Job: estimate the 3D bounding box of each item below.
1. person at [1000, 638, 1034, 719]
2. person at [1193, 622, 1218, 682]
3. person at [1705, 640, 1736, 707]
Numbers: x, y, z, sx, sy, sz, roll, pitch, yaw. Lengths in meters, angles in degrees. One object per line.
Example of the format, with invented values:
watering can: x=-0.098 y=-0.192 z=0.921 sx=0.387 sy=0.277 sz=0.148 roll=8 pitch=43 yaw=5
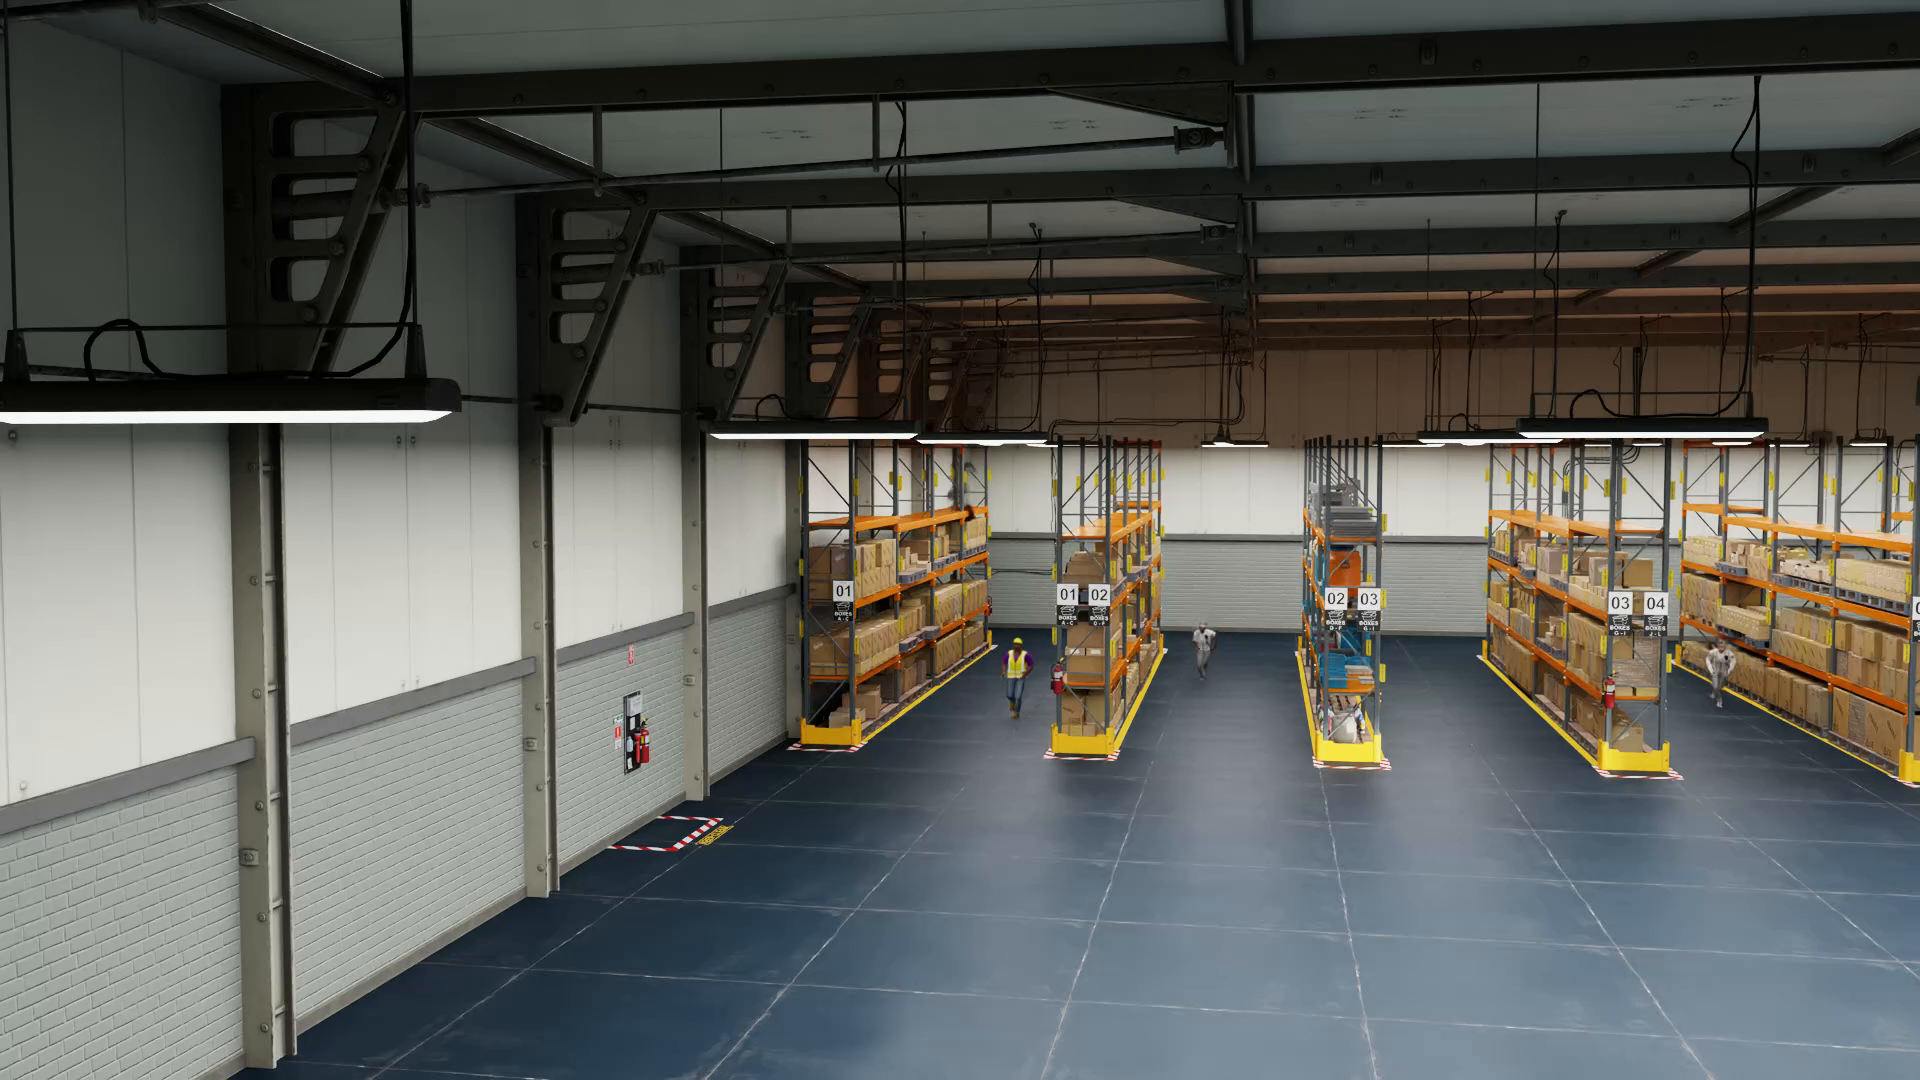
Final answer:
person: x=1.223 y=2.949 z=35.526 sx=0.717 sy=1.717 sz=0.591 roll=1 pitch=3 yaw=14
person: x=6.034 y=2.759 z=40.966 sx=0.598 sy=1.538 sz=0.757 roll=1 pitch=3 yaw=15
person: x=17.027 y=2.974 z=37.243 sx=0.628 sy=1.522 sz=0.899 roll=1 pitch=3 yaw=19
